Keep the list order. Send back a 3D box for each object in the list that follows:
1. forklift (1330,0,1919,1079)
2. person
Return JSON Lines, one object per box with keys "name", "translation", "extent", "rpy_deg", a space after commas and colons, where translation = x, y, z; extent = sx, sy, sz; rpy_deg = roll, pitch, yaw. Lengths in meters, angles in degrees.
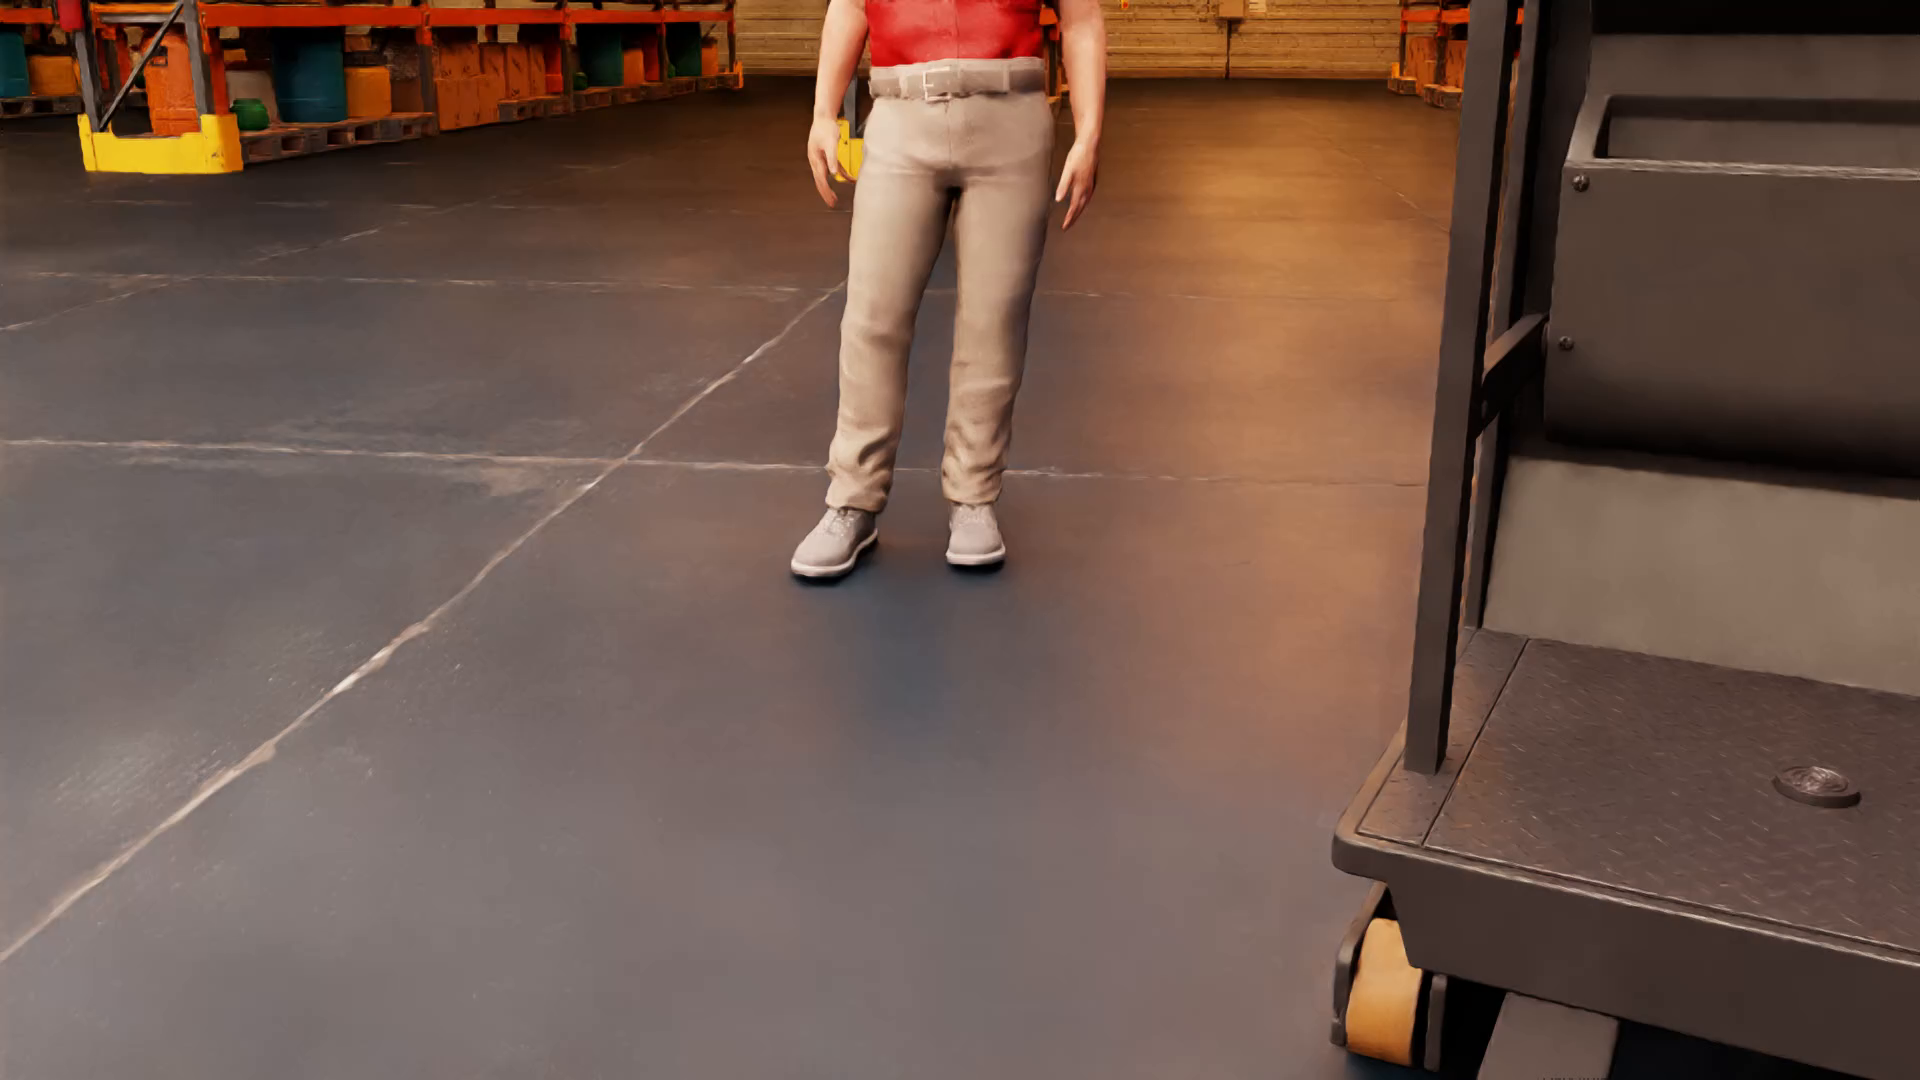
{"name": "forklift", "translation": [1.074, -0.810, 1.519], "extent": [1.130, 2.935, 3.031], "rpy_deg": [9, 19, 26]}
{"name": "person", "translation": [-0.023, -0.805, 3.480], "extent": [0.640, 1.726, 0.550], "rpy_deg": [2, 18, 7]}
